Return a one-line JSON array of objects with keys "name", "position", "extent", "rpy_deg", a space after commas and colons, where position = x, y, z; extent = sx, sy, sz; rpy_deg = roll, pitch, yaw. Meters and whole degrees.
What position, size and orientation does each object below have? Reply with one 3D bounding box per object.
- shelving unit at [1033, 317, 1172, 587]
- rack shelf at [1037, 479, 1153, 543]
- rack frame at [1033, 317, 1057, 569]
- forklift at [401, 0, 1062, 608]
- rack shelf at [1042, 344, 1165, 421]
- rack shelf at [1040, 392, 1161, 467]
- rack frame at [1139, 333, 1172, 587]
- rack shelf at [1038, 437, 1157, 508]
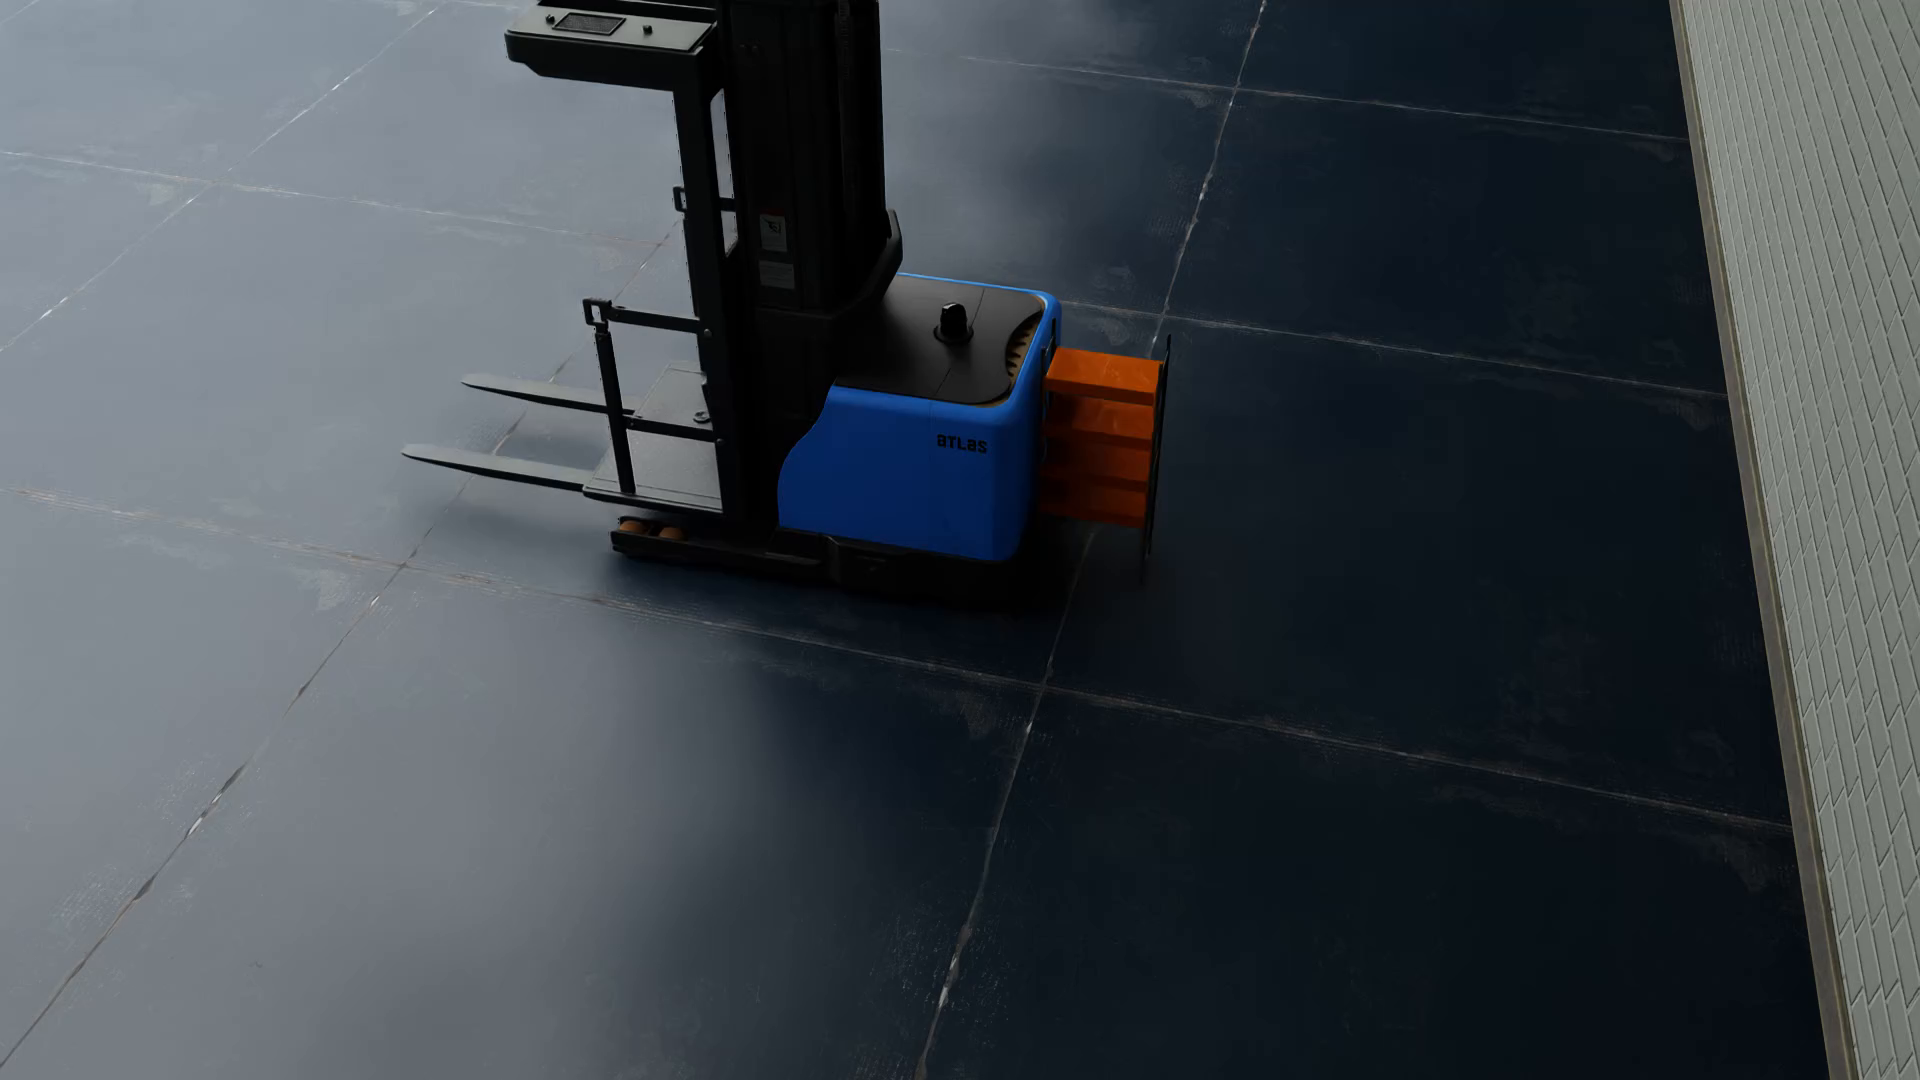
[{"name": "shelving unit", "position": [0.606, -0.363, 7.249], "extent": [0.503, 1.200, 0.258], "rpy_deg": [9, 41, 11]}, {"name": "rack shelf", "position": [0.606, -0.159, 7.420], "extent": [0.480, 0.148, 0.258], "rpy_deg": [9, 41, 11]}, {"name": "rack frame", "position": [0.370, -0.402, 7.295], "extent": [0.015, 1.200, 0.240], "rpy_deg": [9, 41, 11]}, {"name": "forklift", "position": [-1.108, -1.334, 7.059], "extent": [3.031, 2.935, 1.130], "rpy_deg": [9, 41, 11]}, {"name": "rack shelf", "position": [0.606, -0.664, 6.996], "extent": [0.480, 0.148, 0.258], "rpy_deg": [9, 41, 11]}, {"name": "rack shelf", "position": [0.606, -0.483, 7.148], "extent": [0.480, 0.148, 0.258], "rpy_deg": [9, 41, 11]}, {"name": "rack frame", "position": [0.843, -0.324, 7.203], "extent": [0.015, 1.200, 0.240], "rpy_deg": [9, 41, 11]}, {"name": "rack shelf", "position": [0.606, -0.311, 7.292], "extent": [0.480, 0.148, 0.258], "rpy_deg": [9, 41, 11]}]
